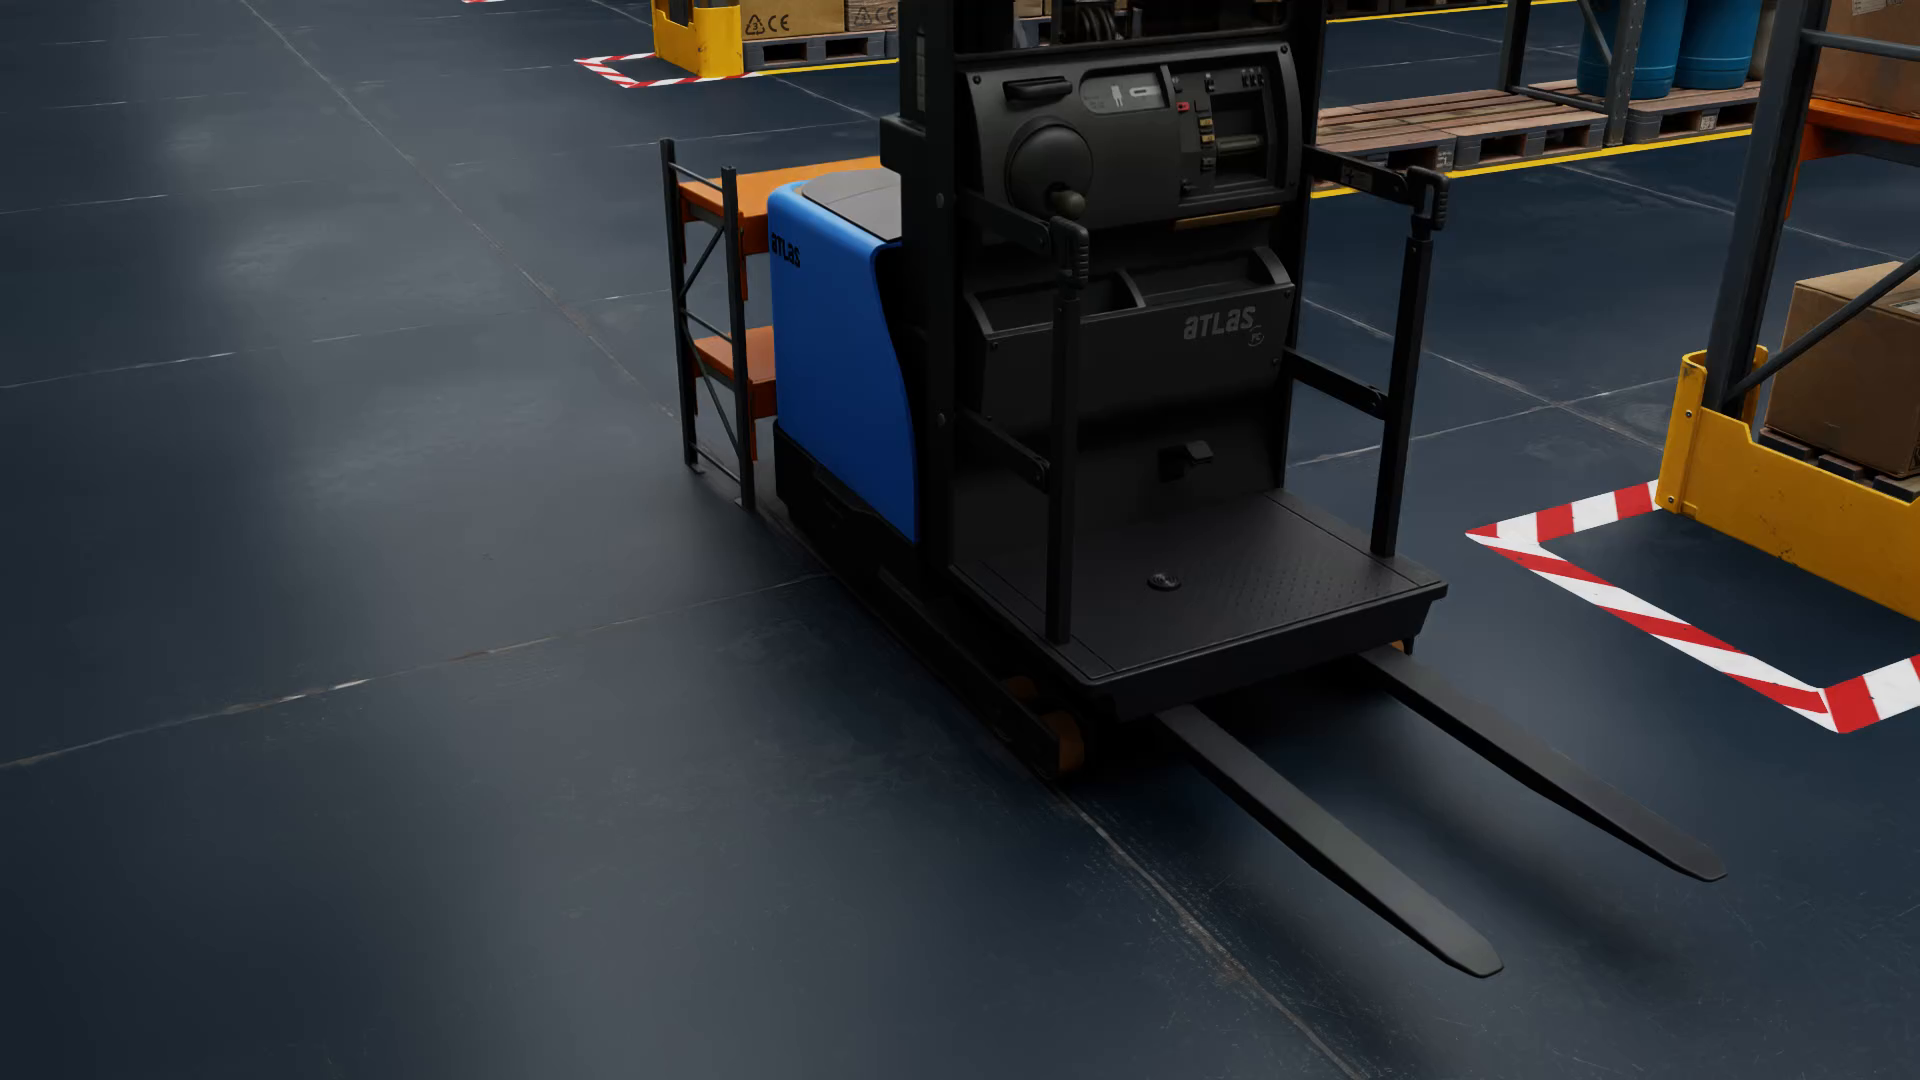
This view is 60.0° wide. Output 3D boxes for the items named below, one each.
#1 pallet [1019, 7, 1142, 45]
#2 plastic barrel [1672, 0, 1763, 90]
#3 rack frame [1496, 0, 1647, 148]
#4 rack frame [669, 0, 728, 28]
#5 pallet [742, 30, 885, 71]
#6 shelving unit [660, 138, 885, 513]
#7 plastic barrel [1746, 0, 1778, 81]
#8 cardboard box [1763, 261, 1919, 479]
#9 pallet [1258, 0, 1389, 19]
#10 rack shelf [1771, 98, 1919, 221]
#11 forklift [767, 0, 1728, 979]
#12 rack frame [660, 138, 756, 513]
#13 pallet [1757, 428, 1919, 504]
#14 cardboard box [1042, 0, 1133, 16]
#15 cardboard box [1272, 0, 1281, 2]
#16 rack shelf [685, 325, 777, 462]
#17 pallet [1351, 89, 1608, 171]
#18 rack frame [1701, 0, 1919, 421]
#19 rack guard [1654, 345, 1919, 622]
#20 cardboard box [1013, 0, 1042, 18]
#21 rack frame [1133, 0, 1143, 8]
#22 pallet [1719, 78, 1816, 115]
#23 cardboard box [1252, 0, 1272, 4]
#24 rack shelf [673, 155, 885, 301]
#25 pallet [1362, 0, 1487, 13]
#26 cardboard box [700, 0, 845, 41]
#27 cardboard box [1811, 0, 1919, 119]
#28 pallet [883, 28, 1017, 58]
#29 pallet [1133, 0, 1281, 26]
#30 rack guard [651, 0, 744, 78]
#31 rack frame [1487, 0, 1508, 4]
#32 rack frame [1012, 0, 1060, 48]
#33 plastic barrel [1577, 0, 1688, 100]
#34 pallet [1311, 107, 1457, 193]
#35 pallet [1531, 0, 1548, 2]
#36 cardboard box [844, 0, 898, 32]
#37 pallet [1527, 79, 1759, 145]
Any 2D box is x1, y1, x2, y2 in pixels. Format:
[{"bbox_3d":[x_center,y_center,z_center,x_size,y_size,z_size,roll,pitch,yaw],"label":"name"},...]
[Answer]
[{"bbox_3d":[0.801,-4.498,14.374,1.213,0.211,1.003,-13,29,-25],"label":"pallet"},{"bbox_3d":[4.953,-3.480,10.972,0.708,0.901,0.600,-13,29,-25],"label":"plastic barrel"},{"bbox_3d":[3.840,-3.988,10.091,0.127,3.000,1.000,-13,29,-25],"label":"rack frame"},{"bbox_3d":[-2.020,-5.065,12.334,0.127,3.000,1.000,-13,29,-25],"label":"rack frame"},{"bbox_3d":[-1.352,-4.001,13.339,1.213,0.211,1.003,-13,29,-25],"label":"pallet"},{"bbox_3d":[-0.386,-0.808,5.633,1.048,1.125,0.538,-15,30,-29],"label":"shelving unit"},{"bbox_3d":[5.493,-3.385,11.224,0.421,0.512,0.421,0,26,0],"label":"plastic barrel"},{"bbox_3d":[3.002,-0.557,5.325,0.500,0.500,0.500,-13,29,-25],"label":"cardboard box"},{"bbox_3d":[3.232,-5.059,15.542,1.213,0.211,1.003,-13,29,-25],"label":"pallet"},{"bbox_3d":[4.403,-1.364,5.456,4.000,0.370,1.077,-13,29,-25],"label":"rack shelf"},{"bbox_3d":[0.541,-0.962,3.867,1.130,2.935,3.031,-13,29,-25],"label":"forklift"},{"bbox_3d":[-0.815,-0.689,5.386,0.032,1.125,0.500,-15,30,-29],"label":"rack frame"},{"bbox_3d":[3.408,-0.202,5.427,1.213,0.211,1.003,-13,29,-25],"label":"pallet"},{"bbox_3d":[0.889,-5.007,14.183,0.875,0.875,0.875,-13,29,-25],"label":"cardboard box"},{"bbox_3d":[2.853,-5.431,15.067,0.875,0.875,1.225,-14,29,-27],"label":"cardboard box"},{"bbox_3d":[-0.386,-0.587,5.739,1.000,0.278,0.538,-15,30,-29],"label":"rack shelf"},{"bbox_3d":[3.209,-2.566,10.351,1.213,0.211,1.003,-13,29,-25],"label":"pallet"},{"bbox_3d":[2.638,-1.281,4.452,0.127,3.000,1.000,-13,29,-25],"label":"rack frame"},{"bbox_3d":[2.705,-0.169,5.025,0.348,0.500,1.175,-13,29,-25],"label":"rack guard"},{"bbox_3d":[0.095,-4.824,13.801,0.875,0.875,0.875,-13,29,-25],"label":"cardboard box"},{"bbox_3d":[1.509,-5.880,14.030,0.127,3.000,1.000,-13,29,-25],"label":"rack frame"},{"bbox_3d":[5.618,-3.122,11.509,1.213,0.211,1.003,-13,29,-25],"label":"pallet"},{"bbox_3d":[2.065,-5.249,14.687,0.875,0.875,1.225,-13,29,-25],"label":"cardboard box"},{"bbox_3d":[-0.386,-1.072,5.506,1.000,0.278,0.538,-15,30,-29],"label":"rack shelf"},{"bbox_3d":[4.308,-5.305,16.056,1.213,0.211,1.003,-13,29,-25],"label":"pallet"},{"bbox_3d":[-1.493,-4.457,13.038,0.875,0.875,0.875,-13,29,-25],"label":"cardboard box"},{"bbox_3d":[2.905,-1.521,4.837,0.500,0.500,0.500,-12,28,-24],"label":"cardboard box"},{"bbox_3d":[-0.276,-4.247,13.853,1.213,0.211,1.003,-13,29,-25],"label":"pallet"},{"bbox_3d":[2.155,-4.808,15.021,1.213,0.211,1.003,-13,29,-25],"label":"pallet"},{"bbox_3d":[-2.041,-3.933,12.864,0.348,0.500,1.175,-13,29,-25],"label":"rack guard"},{"bbox_3d":[5.039,-6.694,15.727,0.127,3.000,1.000,-13,29,-25],"label":"rack frame"},{"bbox_3d":[0.310,-3.173,8.394,0.127,3.000,1.000,-13,29,-25],"label":"rack frame"},{"bbox_3d":[4.328,-3.336,10.671,0.708,0.901,0.600,-13,29,-25],"label":"plastic barrel"},{"bbox_3d":[2.131,-2.316,9.830,1.213,0.211,1.003,-13,29,-25],"label":"pallet"},{"bbox_3d":[5.729,-5.596,16.661,1.213,0.211,1.003,-13,29,-25],"label":"pallet"},{"bbox_3d":[-0.690,-4.643,13.424,0.875,0.875,0.875,-13,29,-25],"label":"cardboard box"},{"bbox_3d":[4.540,-2.872,10.988,1.213,0.211,1.003,-13,29,-25],"label":"pallet"}]
